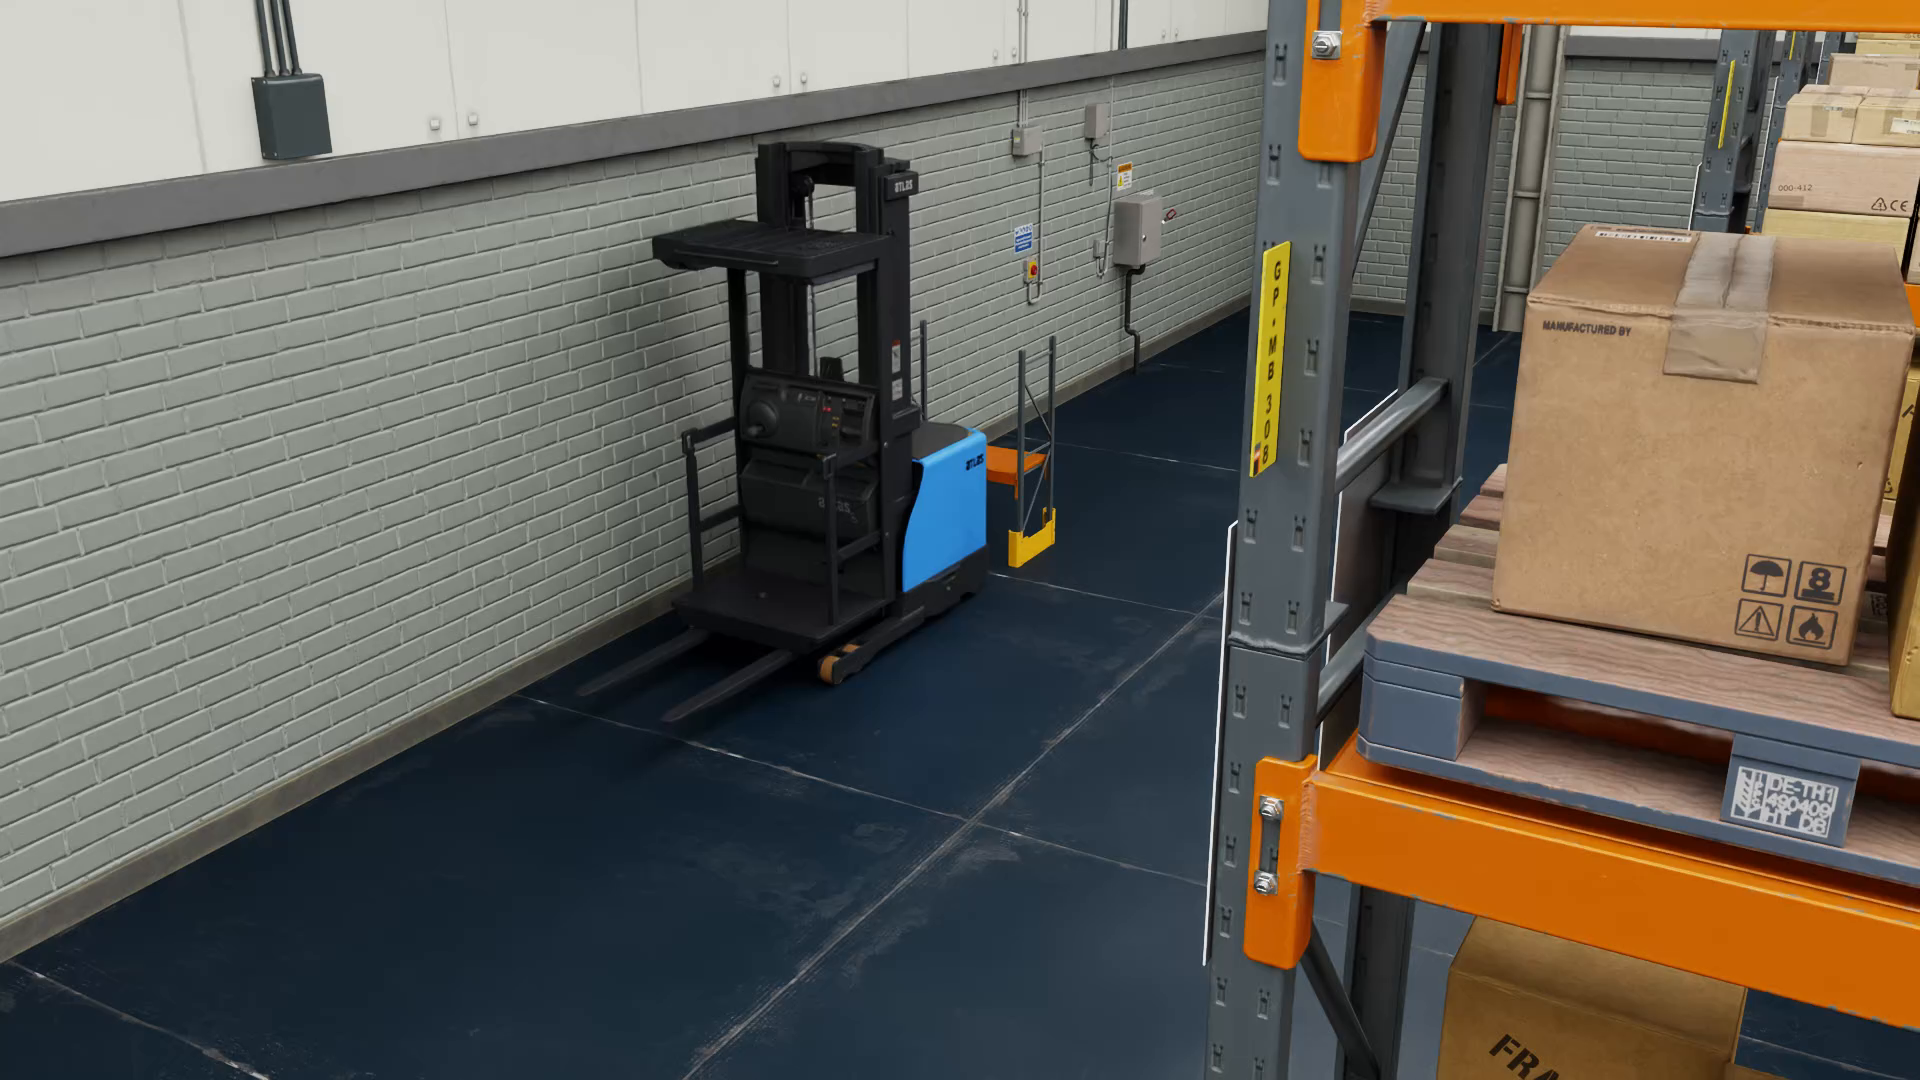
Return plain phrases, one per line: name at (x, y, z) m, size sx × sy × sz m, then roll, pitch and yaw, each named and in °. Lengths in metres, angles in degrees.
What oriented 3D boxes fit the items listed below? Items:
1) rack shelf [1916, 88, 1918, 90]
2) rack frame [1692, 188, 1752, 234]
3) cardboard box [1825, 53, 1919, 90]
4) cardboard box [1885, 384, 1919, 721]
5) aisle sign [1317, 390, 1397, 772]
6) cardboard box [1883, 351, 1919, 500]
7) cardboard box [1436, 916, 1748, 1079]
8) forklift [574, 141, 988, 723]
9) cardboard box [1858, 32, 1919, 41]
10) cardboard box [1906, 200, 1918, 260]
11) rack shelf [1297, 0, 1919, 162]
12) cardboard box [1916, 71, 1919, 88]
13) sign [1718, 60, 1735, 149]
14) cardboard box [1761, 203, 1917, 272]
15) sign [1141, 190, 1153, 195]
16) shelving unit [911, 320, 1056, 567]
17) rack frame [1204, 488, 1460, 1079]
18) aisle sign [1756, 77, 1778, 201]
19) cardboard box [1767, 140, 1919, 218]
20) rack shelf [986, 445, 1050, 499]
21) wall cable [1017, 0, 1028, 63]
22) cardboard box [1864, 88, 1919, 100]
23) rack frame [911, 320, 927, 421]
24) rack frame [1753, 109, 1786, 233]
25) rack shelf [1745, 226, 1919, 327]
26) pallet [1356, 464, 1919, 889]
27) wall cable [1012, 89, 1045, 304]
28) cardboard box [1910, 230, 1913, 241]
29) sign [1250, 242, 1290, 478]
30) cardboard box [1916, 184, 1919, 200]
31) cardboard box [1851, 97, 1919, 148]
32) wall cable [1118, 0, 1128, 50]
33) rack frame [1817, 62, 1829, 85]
rack shelf at (9.715, -3.730, 14.406) m, size 4.000 × 0.370 × 1.077 m, roll 11°, pitch 23°, yaw 27°
rack frame at (3.226, -0.022, 7.528) m, size 0.127 × 3.000 × 1.000 m, roll 11°, pitch 23°, yaw 27°
cardboard box at (5.989, -3.049, 10.930) m, size 0.500 × 0.250 × 0.500 m, roll 9°, pitch 22°, yaw 22°
cardboard box at (1.631, -0.064, 2.335) m, size 0.500 × 0.500 × 0.700 m, roll 10°, pitch 22°, yaw 25°
aisle sign at (0.802, 0.114, 3.340) m, size 0.004 × 0.787 × 0.394 m, roll 11°, pitch 23°, yaw 27°
cardboard box at (3.932, -0.444, 6.640) m, size 0.500 × 0.500 × 0.500 m, roll 12°, pitch 23°, yaw 29°
cardboard box at (1.272, 1.018, 3.343) m, size 0.500 × 0.500 × 0.500 m, roll 11°, pitch 23°, yaw 28°
forklift at (-1.008, -0.725, 9.565) m, size 1.130 × 2.935 × 3.031 m, roll 12°, pitch 23°, yaw 29°
cardboard box at (8.234, -4.557, 14.681) m, size 0.500 × 0.250 × 0.500 m, roll 11°, pitch 22°, yaw 27°
cardboard box at (3.752, -1.365, 7.051) m, size 0.500 × 0.250 × 0.500 m, roll 10°, pitch 22°, yaw 26°
rack shelf at (2.465, -0.524, 1.755) m, size 4.000 × 0.370 × 1.077 m, roll 11°, pitch 23°, yaw 27°
cardboard box at (8.592, -4.077, 14.676) m, size 0.250 × 0.149 × 0.380 m, roll 11°, pitch 23°, yaw 28°
sign at (2.962, -1.682, 6.422) m, size 0.005 × 0.325 × 0.100 m, roll 11°, pitch 23°, yaw 27°
cardboard box at (3.493, -1.211, 6.626) m, size 0.500 × 0.250 × 0.500 m, roll 12°, pitch 23°, yaw 29°
sign at (1.830, -3.181, 16.376) m, size 0.001 × 0.494 × 0.329 m, roll 11°, pitch 23°, yaw 27°
shelving unit at (0.067, -0.692, 11.574) m, size 1.083 × 1.500 × 0.587 m, roll 11°, pitch 23°, yaw 27°
rack frame at (0.719, 1.437, 3.504) m, size 0.127 × 3.000 × 1.000 m, roll 11°, pitch 23°, yaw 27°
aisle sign at (5.348, -2.661, 10.988) m, size 0.004 × 0.787 × 0.394 m, roll 11°, pitch 23°, yaw 27°
cardboard box at (3.491, -1.445, 6.538) m, size 0.500 × 0.250 × 0.500 m, roll 11°, pitch 23°, yaw 28°
rack shelf at (0.074, -0.522, 11.632) m, size 1.000 × 0.185 × 0.538 m, roll 11°, pitch 23°, yaw 27°
wall cable at (0.449, -5.195, 12.990) m, size 0.029 × 3.000 × 0.463 m, roll 11°, pitch 23°, yaw 27°
cardboard box at (3.838, -1.753, 6.802) m, size 0.250 × 0.149 × 0.380 m, roll 11°, pitch 23°, yaw 28°
rack frame at (-0.369, -0.775, 11.803) m, size 0.032 × 1.500 × 0.500 m, roll 11°, pitch 23°, yaw 27°
rack frame at (5.552, -1.513, 11.637) m, size 0.127 × 3.000 × 1.000 m, roll 11°, pitch 23°, yaw 27°
rack shelf at (4.972, -0.762, 6.222) m, size 4.000 × 0.370 × 1.077 m, roll 11°, pitch 23°, yaw 27°
pallet at (1.372, 0.189, 2.676) m, size 1.213 × 0.211 × 1.003 m, roll 11°, pitch 23°, yaw 27°
wall cable at (0.618, -2.936, 14.024) m, size 0.123 × 1.953 × 0.585 m, roll 11°, pitch 23°, yaw 27°
cardboard box at (6.287, -1.781, 10.764) m, size 0.500 × 0.500 × 0.500 m, roll 10°, pitch 22°, yaw 26°
sign at (0.443, -0.257, 2.377) m, size 0.005 × 0.325 × 0.100 m, roll 11°, pitch 23°, yaw 27°
cardboard box at (3.752, -1.596, 6.954) m, size 0.500 × 0.250 × 0.500 m, roll 10°, pitch 22°, yaw 26°
cardboard box at (3.611, -1.615, 6.422) m, size 0.250 × 0.149 × 0.380 m, roll 12°, pitch 23°, yaw 29°
wall cable at (2.209, -6.259, 15.869) m, size 0.133 × 3.039 × 2.988 m, roll 11°, pitch 23°, yaw 27°
rack frame at (7.969, -2.991, 15.712) m, size 0.127 × 3.000 × 1.000 m, roll 11°, pitch 23°, yaw 27°
